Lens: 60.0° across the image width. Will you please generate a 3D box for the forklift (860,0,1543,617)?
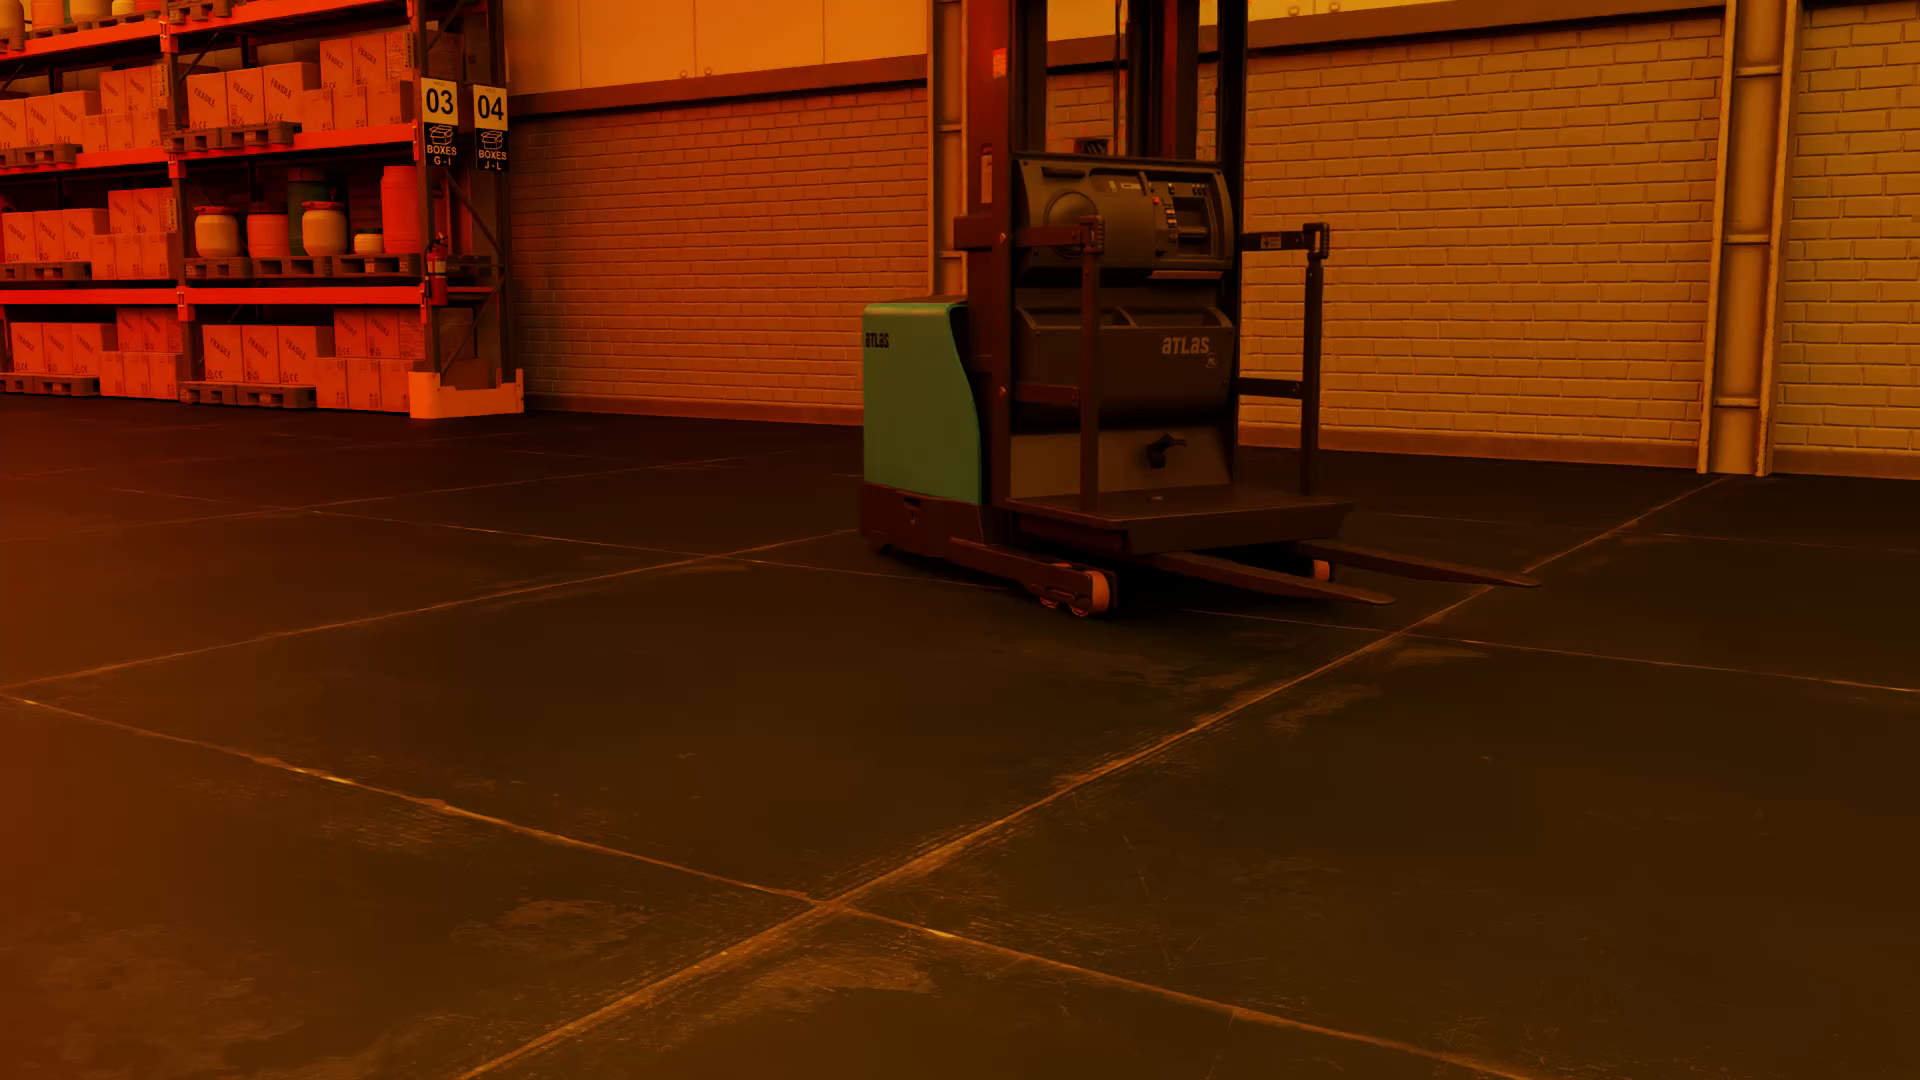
[{"bbox_3d":[0.738,-1.258,6.036,1.130,2.935,3.031,-5,9,-30],"label":"forklift"}]
